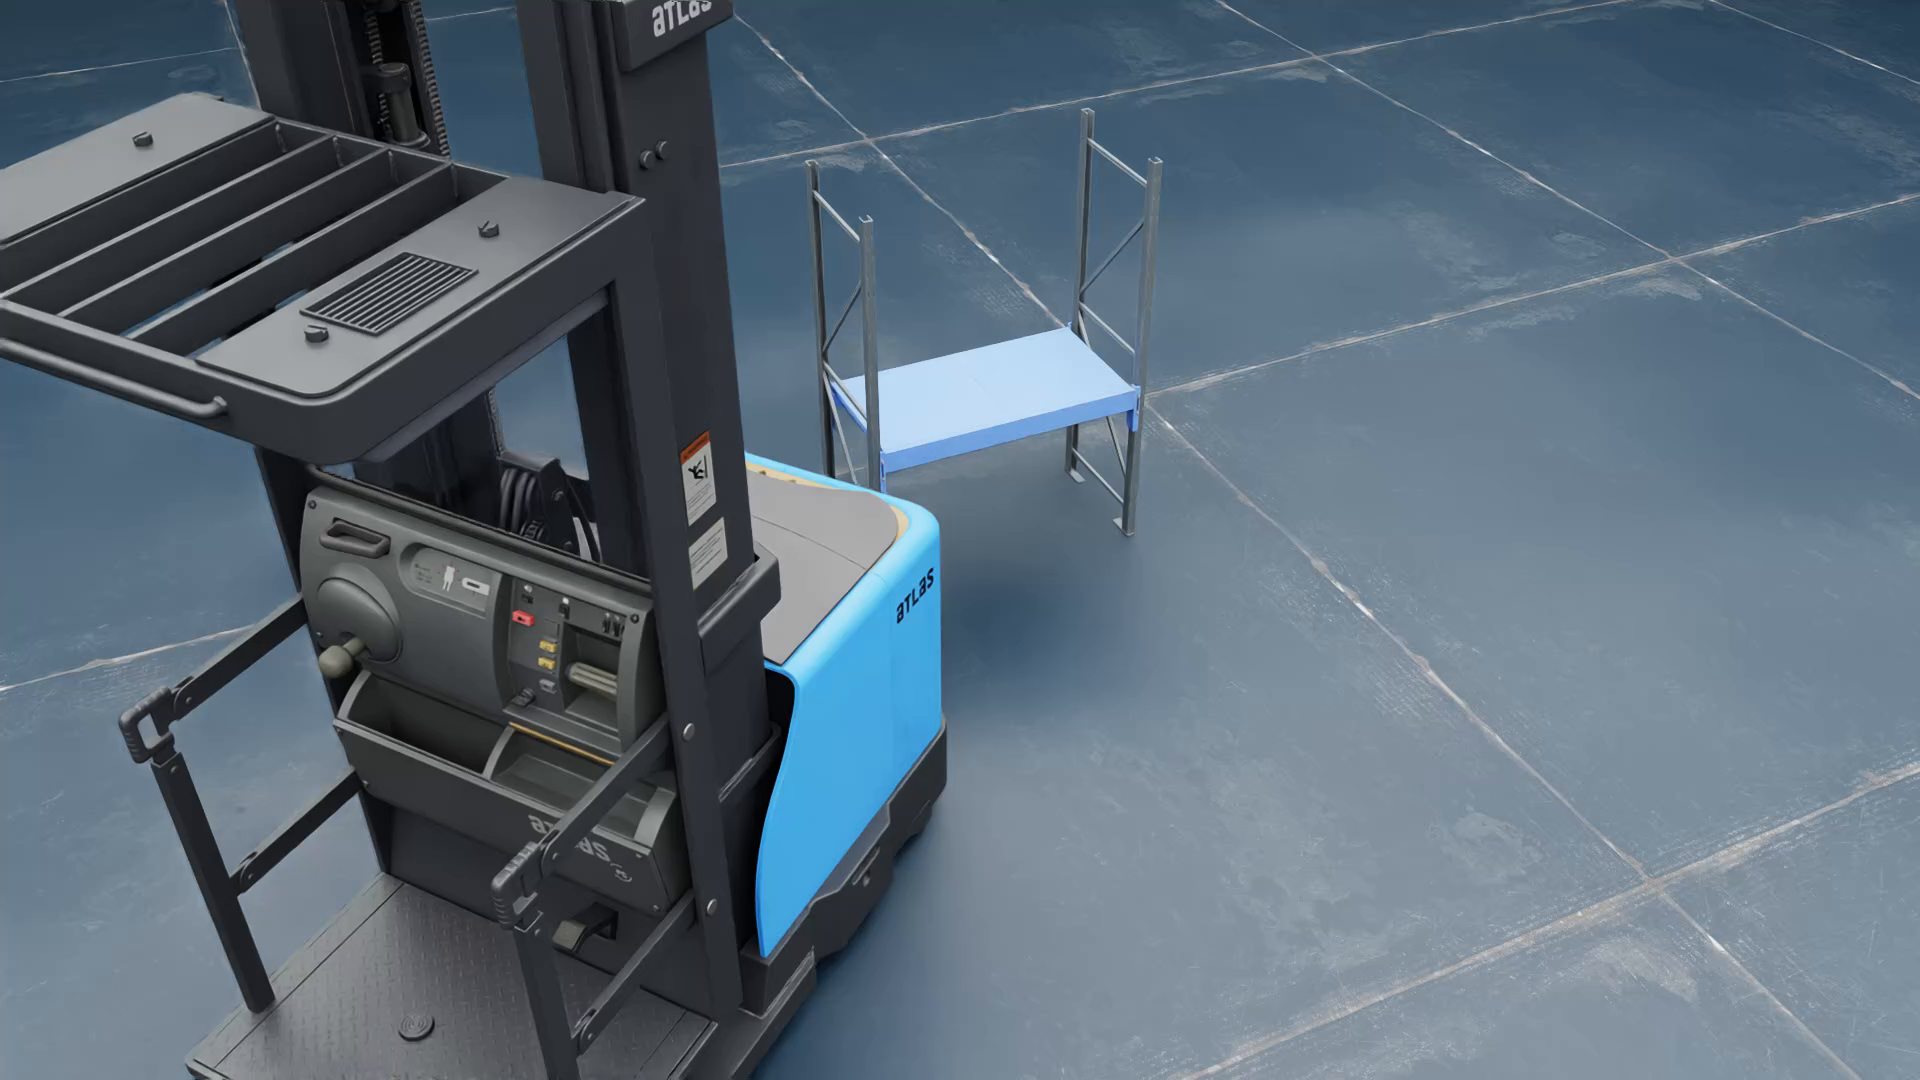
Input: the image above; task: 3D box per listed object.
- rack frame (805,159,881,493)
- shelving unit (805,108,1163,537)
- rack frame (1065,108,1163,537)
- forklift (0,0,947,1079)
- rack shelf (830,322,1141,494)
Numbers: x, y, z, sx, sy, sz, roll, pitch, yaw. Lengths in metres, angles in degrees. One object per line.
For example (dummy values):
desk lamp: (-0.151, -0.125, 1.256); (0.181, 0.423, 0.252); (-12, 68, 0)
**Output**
rack frame: (-0.383, -0.495, 5.659); (0.032, 1.500, 0.500); (-16, 39, -20)
shelving unit: (0.077, -0.624, 5.832); (1.048, 1.500, 0.538); (-16, 39, -20)
rack frame: (0.537, -0.753, 6.006); (0.032, 1.500, 0.500); (-16, 39, -20)
forklift: (-1.162, 0.251, 3.452); (1.130, 2.935, 3.031); (17, 40, 22)
rack shelf: (0.077, -0.480, 5.939); (1.000, 0.185, 0.538); (-16, 39, -20)
